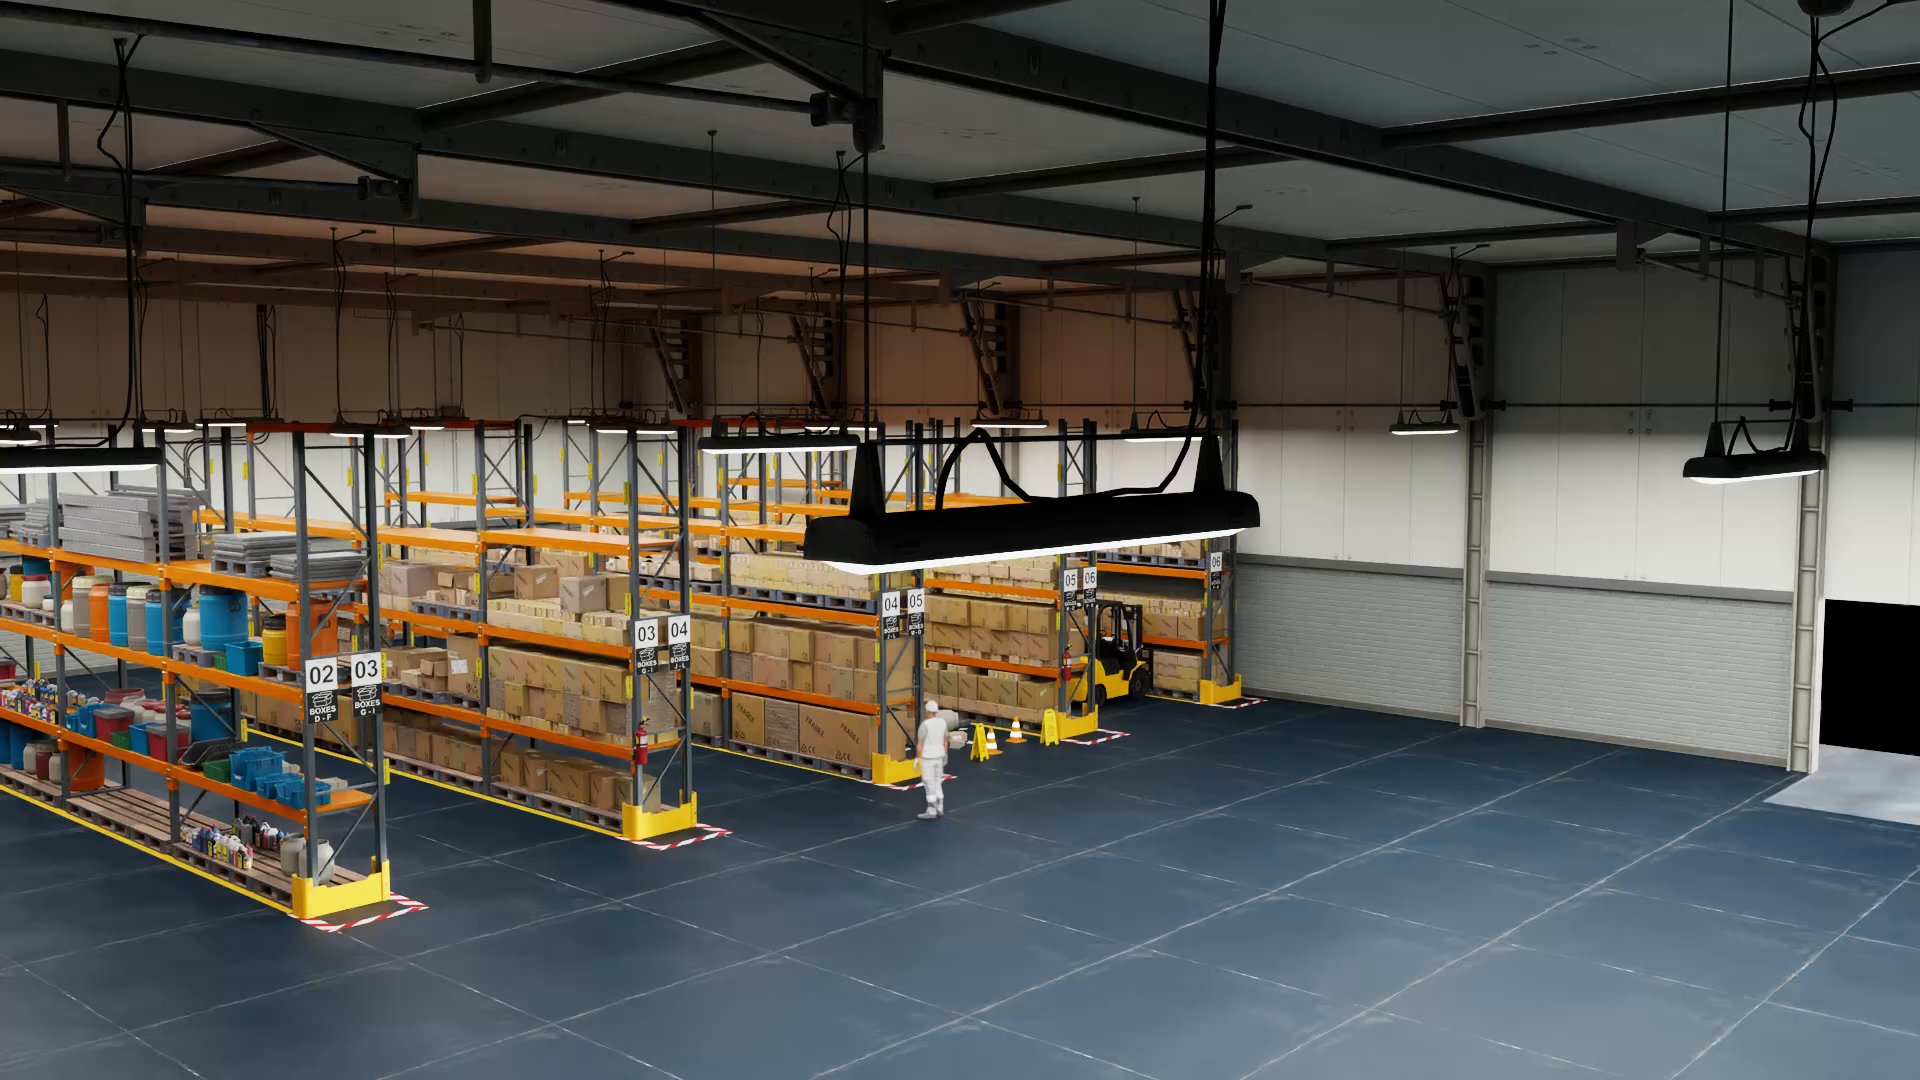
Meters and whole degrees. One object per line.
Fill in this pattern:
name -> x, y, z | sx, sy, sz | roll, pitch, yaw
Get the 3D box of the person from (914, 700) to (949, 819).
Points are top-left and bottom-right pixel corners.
person -> -0.433, 3.369, 25.436 | 0.662, 1.837, 0.362 | -4, 6, -41
